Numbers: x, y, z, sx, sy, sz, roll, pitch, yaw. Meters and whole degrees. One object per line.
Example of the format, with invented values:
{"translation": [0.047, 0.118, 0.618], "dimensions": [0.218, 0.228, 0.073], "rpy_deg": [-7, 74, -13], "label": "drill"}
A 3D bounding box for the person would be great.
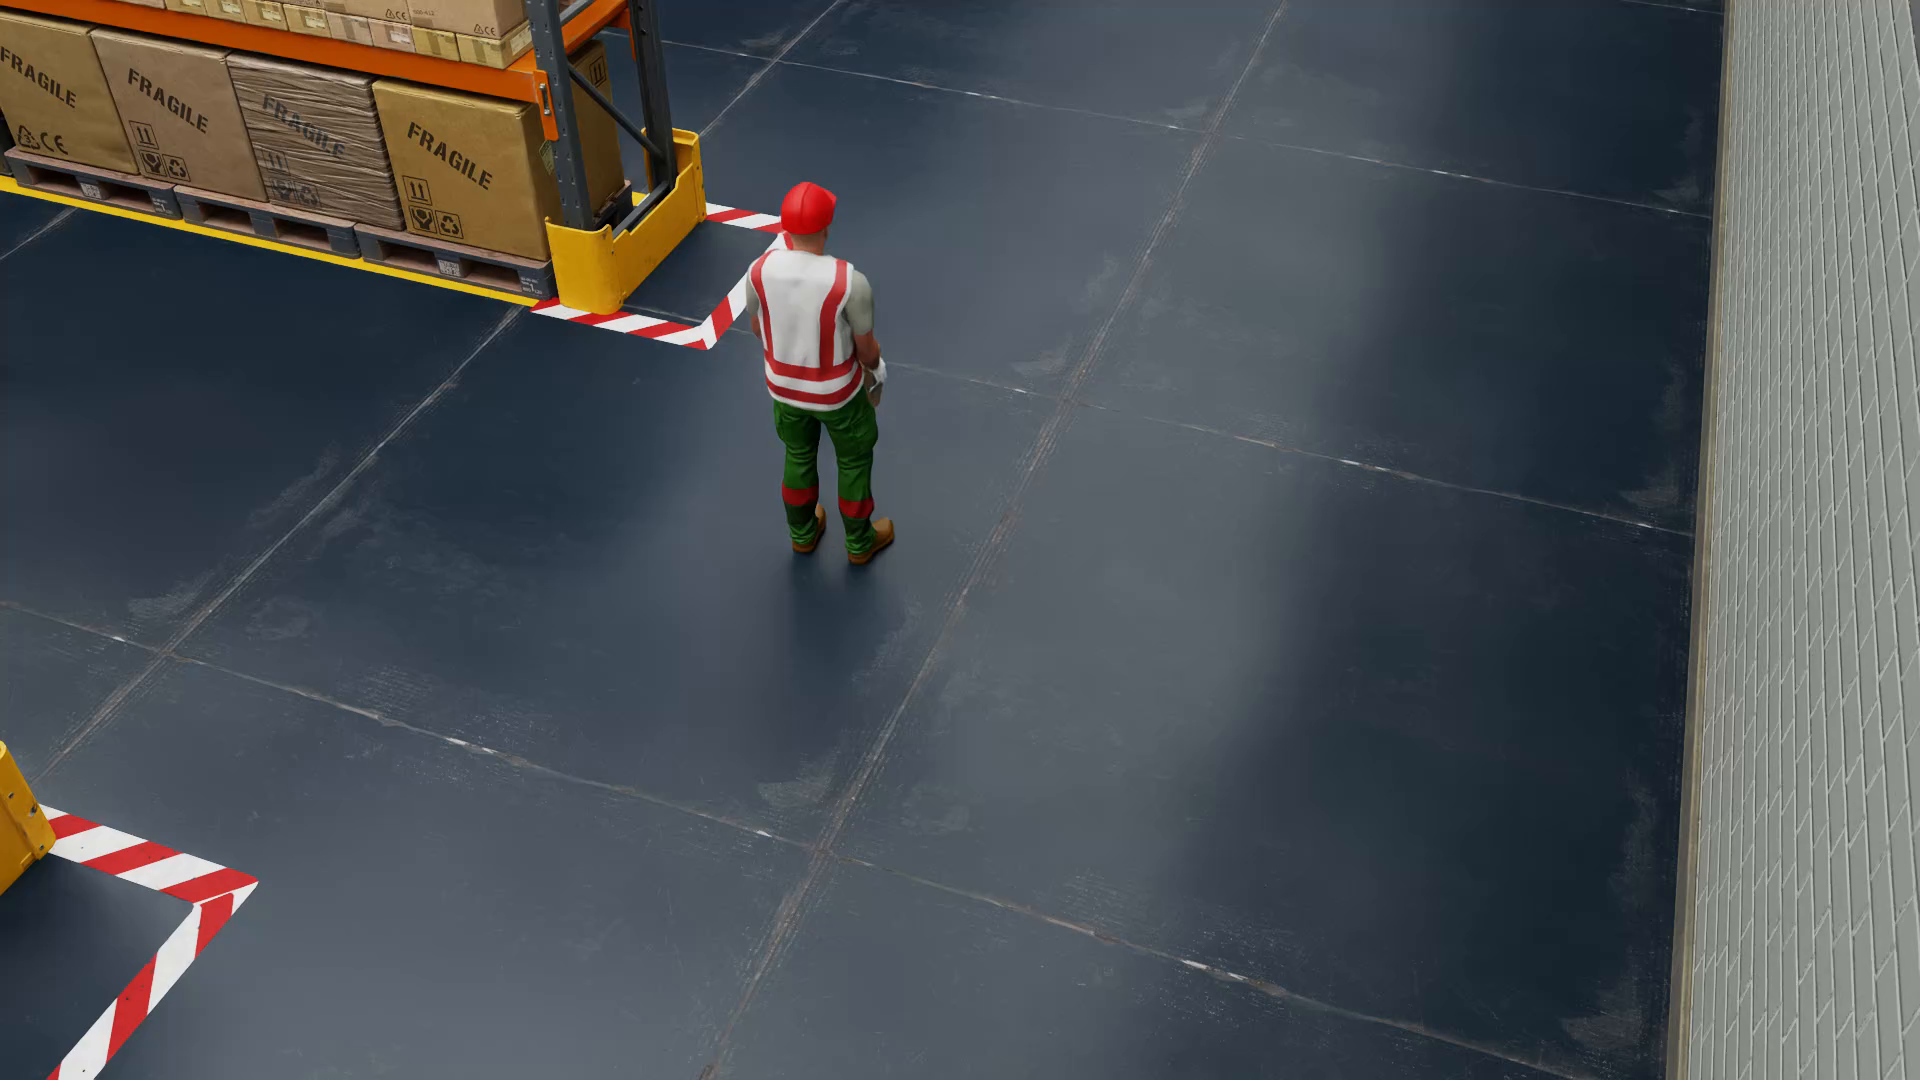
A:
{"translation": [-0.585, -0.663, 6.899], "dimensions": [0.541, 1.789, 0.425], "rpy_deg": [13, 43, 14], "label": "person"}
